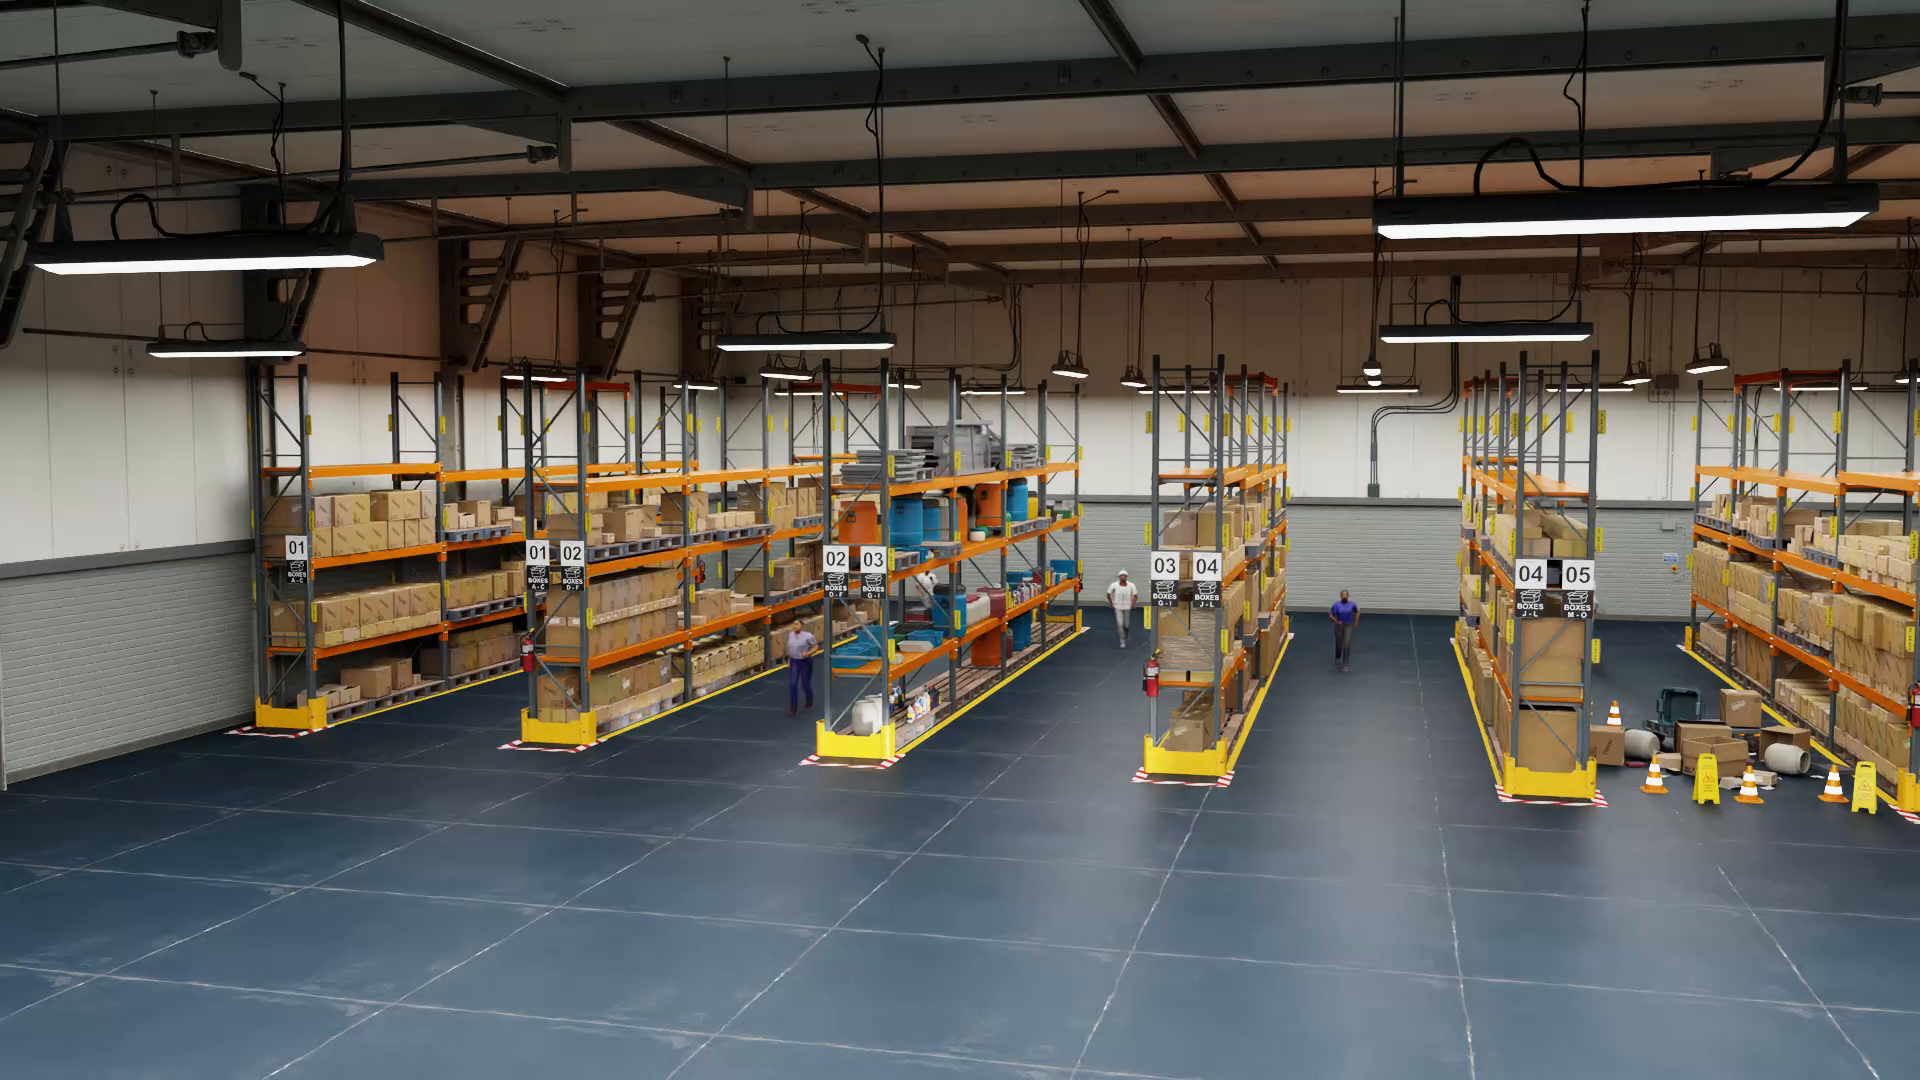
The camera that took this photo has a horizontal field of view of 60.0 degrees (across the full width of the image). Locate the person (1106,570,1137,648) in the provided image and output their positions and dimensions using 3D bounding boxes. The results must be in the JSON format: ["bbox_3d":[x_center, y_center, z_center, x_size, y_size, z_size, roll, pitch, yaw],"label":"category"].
[{"bbox_3d":[3.667,1.547,37.658,0.703,1.748,0.756,0,4,2],"label":"person"}]

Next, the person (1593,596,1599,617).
[{"bbox_3d":[13.141,1.667,35.263,0.642,1.797,0.901,0,4,1],"label":"person"}]

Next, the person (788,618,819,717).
[{"bbox_3d":[-2.739,2.191,28.909,0.601,1.686,0.783,1,4,11],"label":"person"}]

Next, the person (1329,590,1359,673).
[{"bbox_3d":[7.852,1.839,33.996,0.599,1.672,0.807,1,4,9],"label":"person"}]

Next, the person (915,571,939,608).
[{"bbox_3d":[-0.794,1.372,40.901,0.606,1.644,0.591,-1,4,-9],"label":"person"}]
